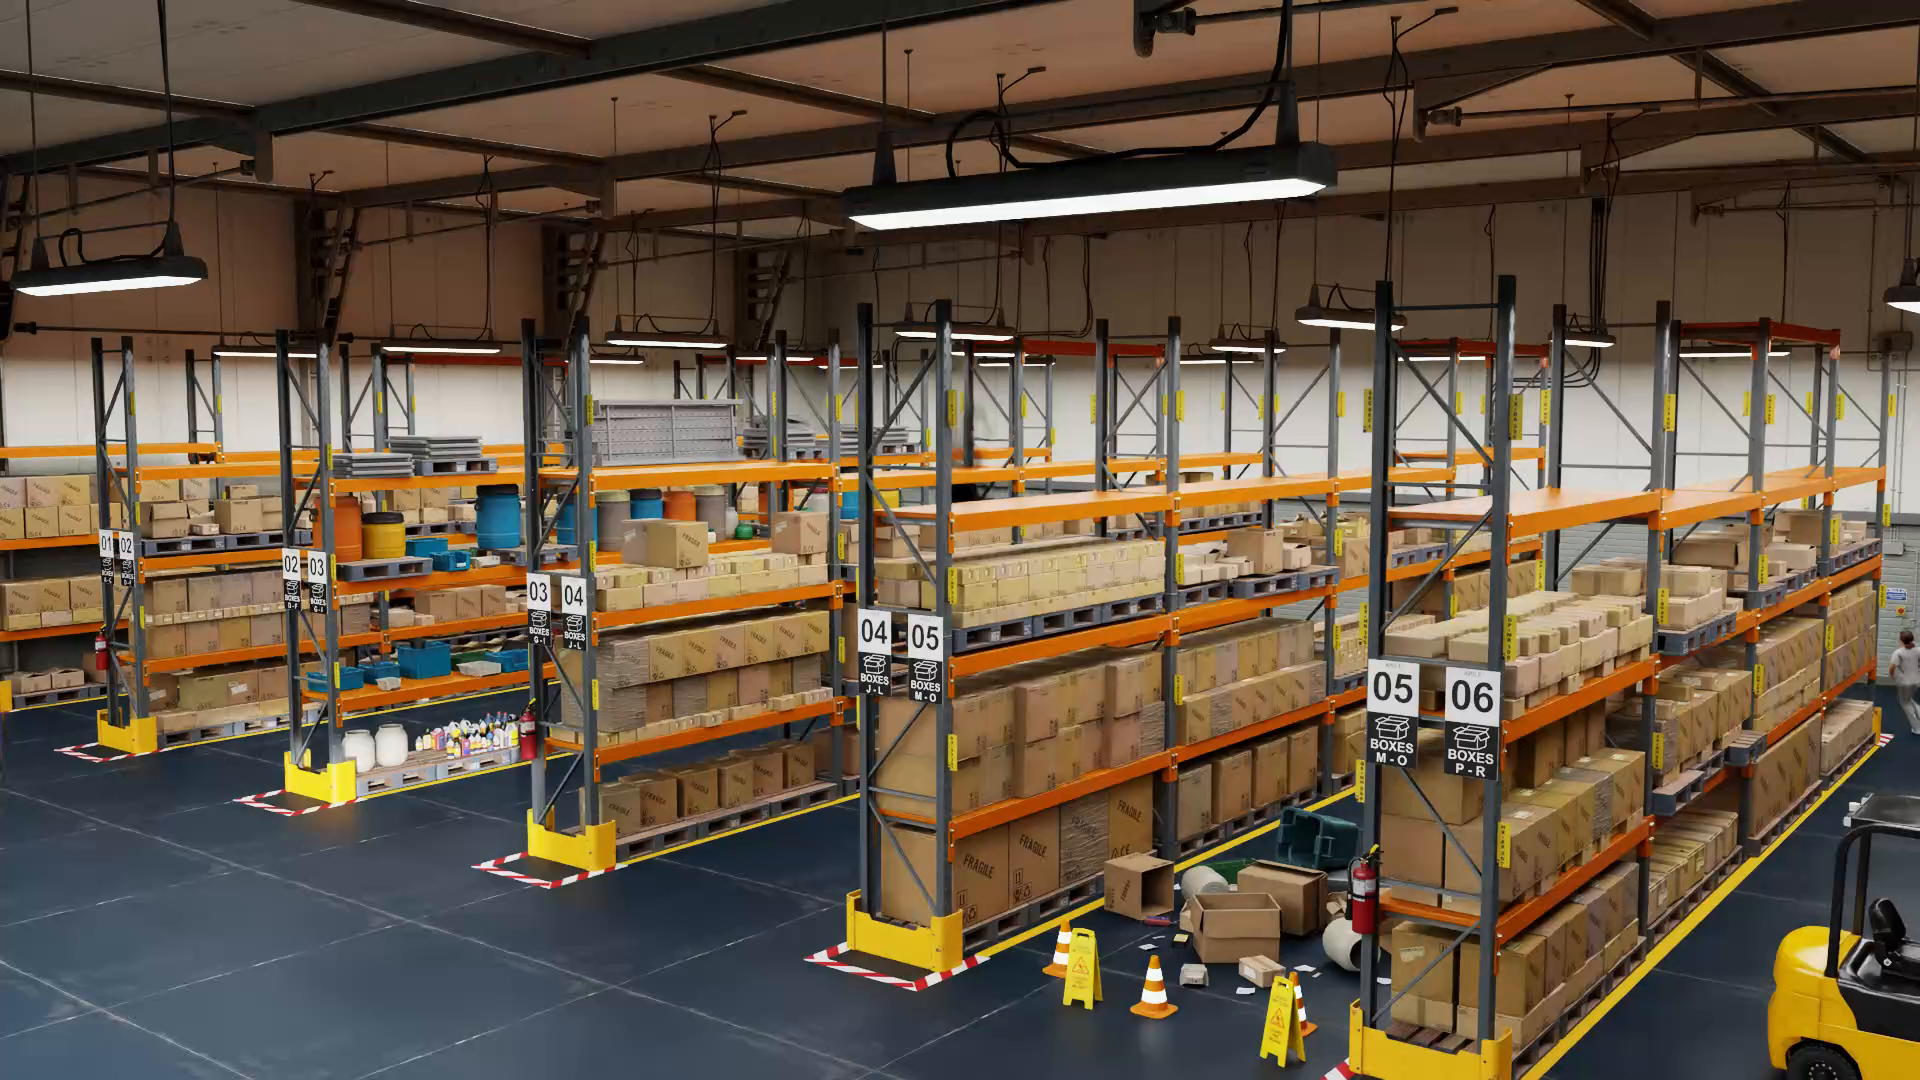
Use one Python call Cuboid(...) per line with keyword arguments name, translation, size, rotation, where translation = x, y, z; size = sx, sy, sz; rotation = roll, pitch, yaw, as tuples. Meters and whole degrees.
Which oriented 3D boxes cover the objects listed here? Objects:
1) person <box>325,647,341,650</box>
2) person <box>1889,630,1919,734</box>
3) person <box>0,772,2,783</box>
Cuboid(name="person", translation=(-11.024, 1.846, 29.306), size=(0.530, 1.564, 0.618), rotation=(2, 5, 22))
Cuboid(name="person", translation=(14.432, 2.153, 25.409), size=(0.597, 1.597, 0.513), rotation=(0, 5, -5))
Cuboid(name="person", translation=(-10.454, 2.862, 17.622), size=(0.550, 1.520, 0.645), rotation=(-4, 6, -36))
